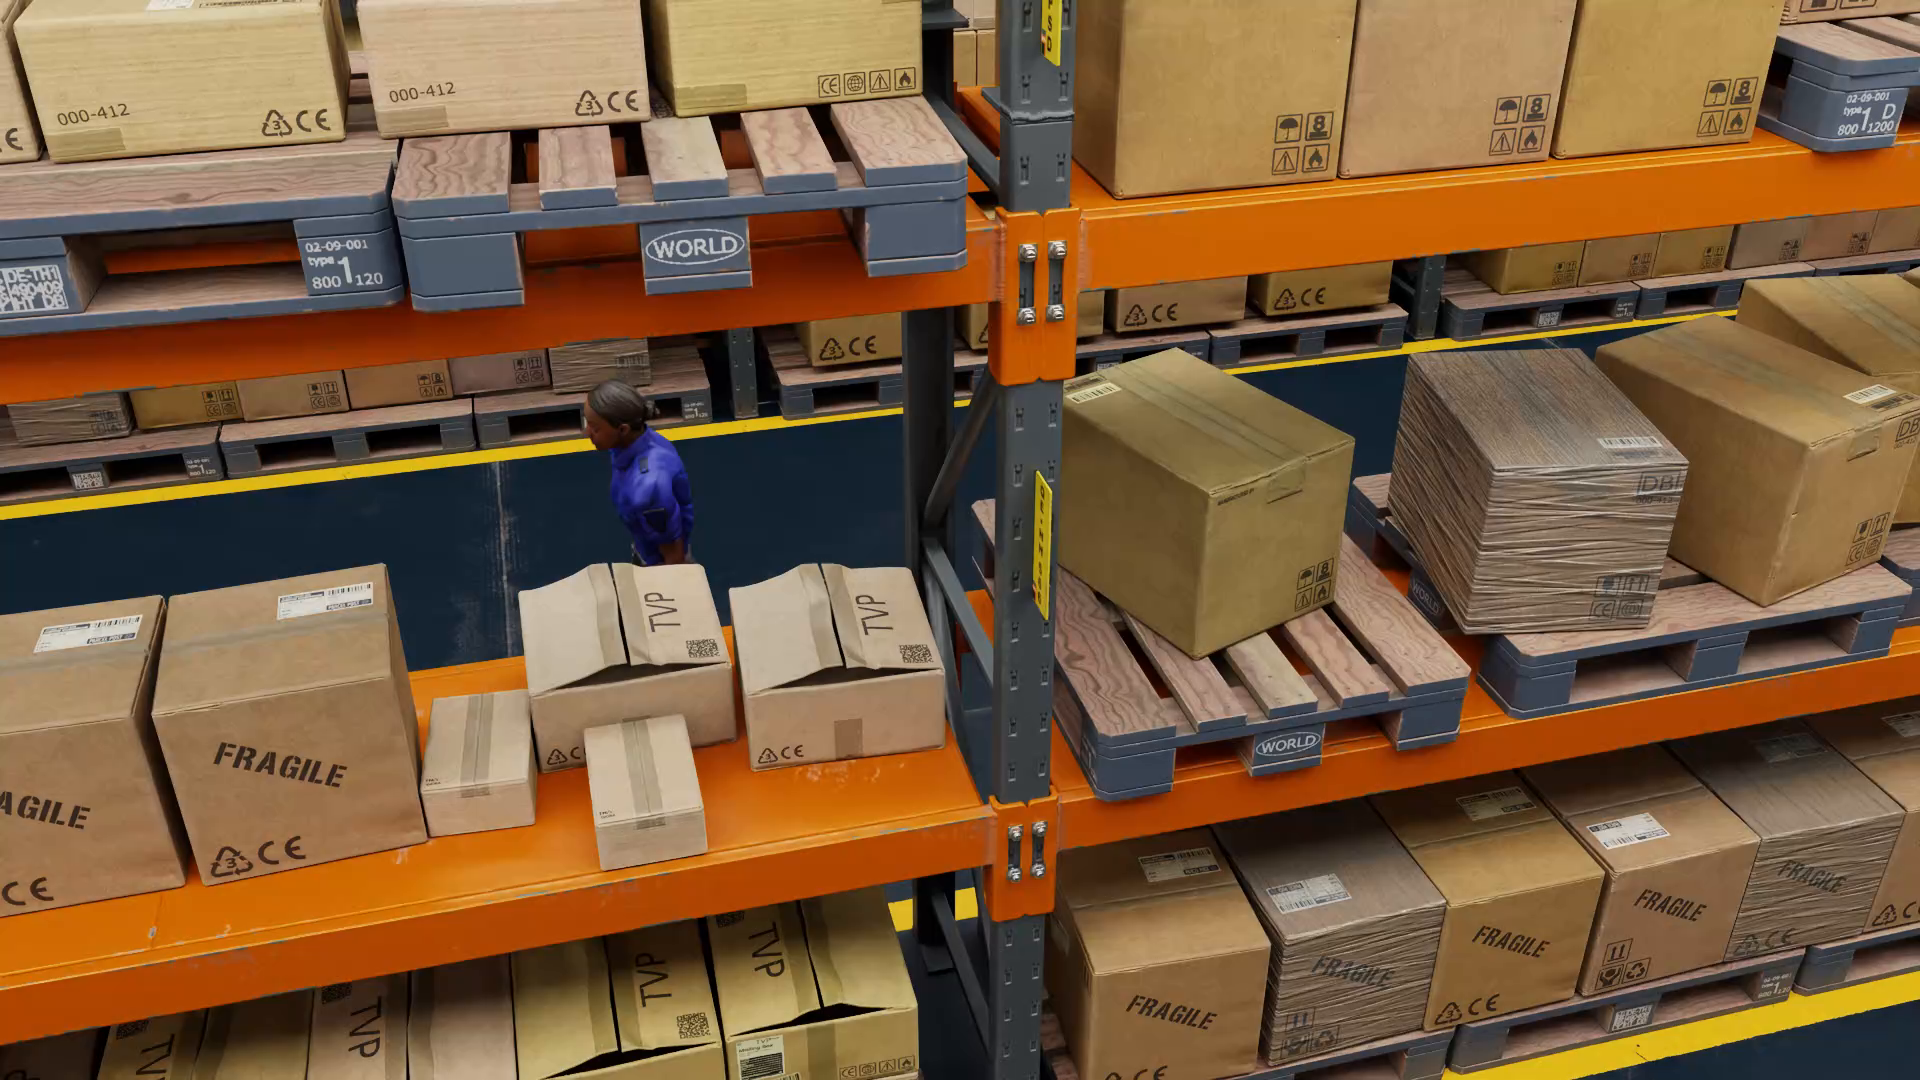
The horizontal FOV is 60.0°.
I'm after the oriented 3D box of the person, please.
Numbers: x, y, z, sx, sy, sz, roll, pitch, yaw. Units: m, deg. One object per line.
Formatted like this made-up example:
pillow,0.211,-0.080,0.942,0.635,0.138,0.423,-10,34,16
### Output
person,-1.080,0.164,5.858,0.349,1.653,0.519,-10,32,-16
